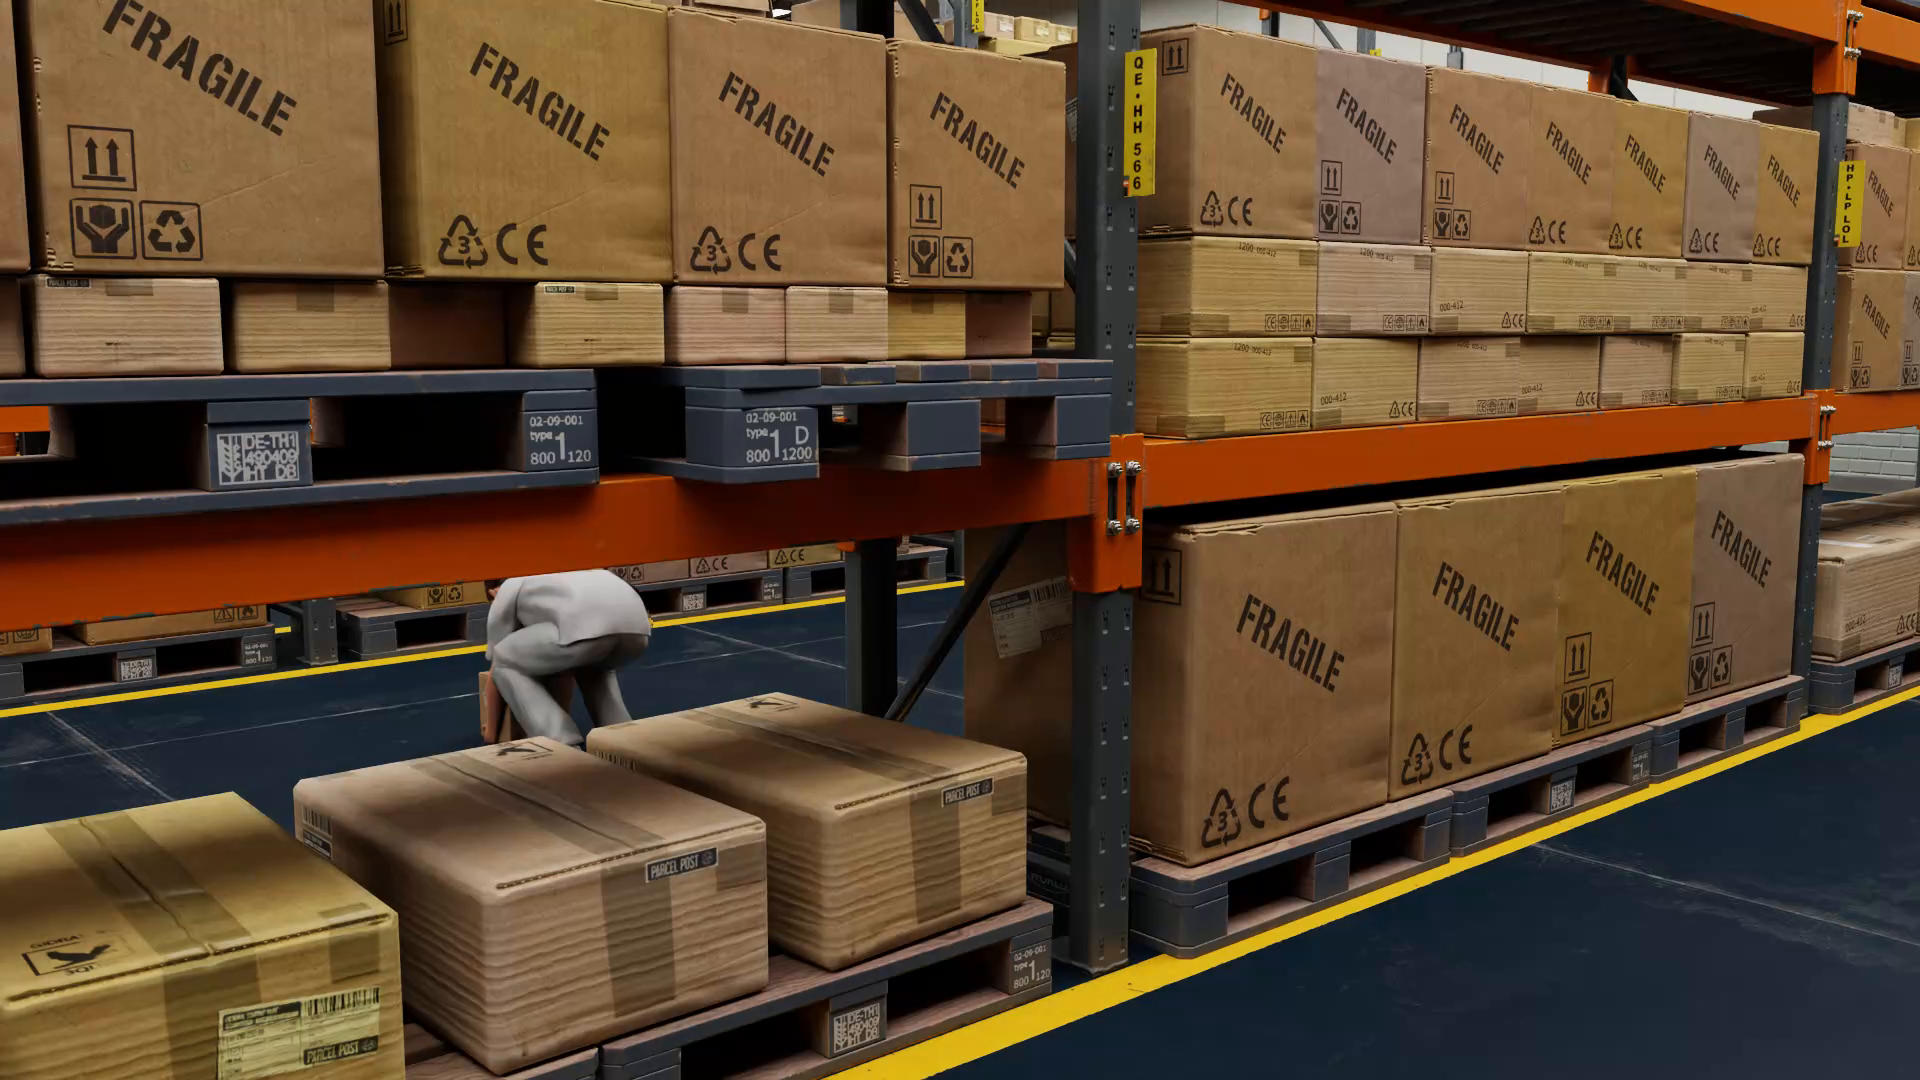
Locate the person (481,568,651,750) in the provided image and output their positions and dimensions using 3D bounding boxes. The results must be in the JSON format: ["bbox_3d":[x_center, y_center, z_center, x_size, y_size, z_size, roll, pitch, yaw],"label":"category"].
[{"bbox_3d":[-1.487,0.439,6.141,0.458,0.745,0.866,-7,10,-42],"label":"person"}]
